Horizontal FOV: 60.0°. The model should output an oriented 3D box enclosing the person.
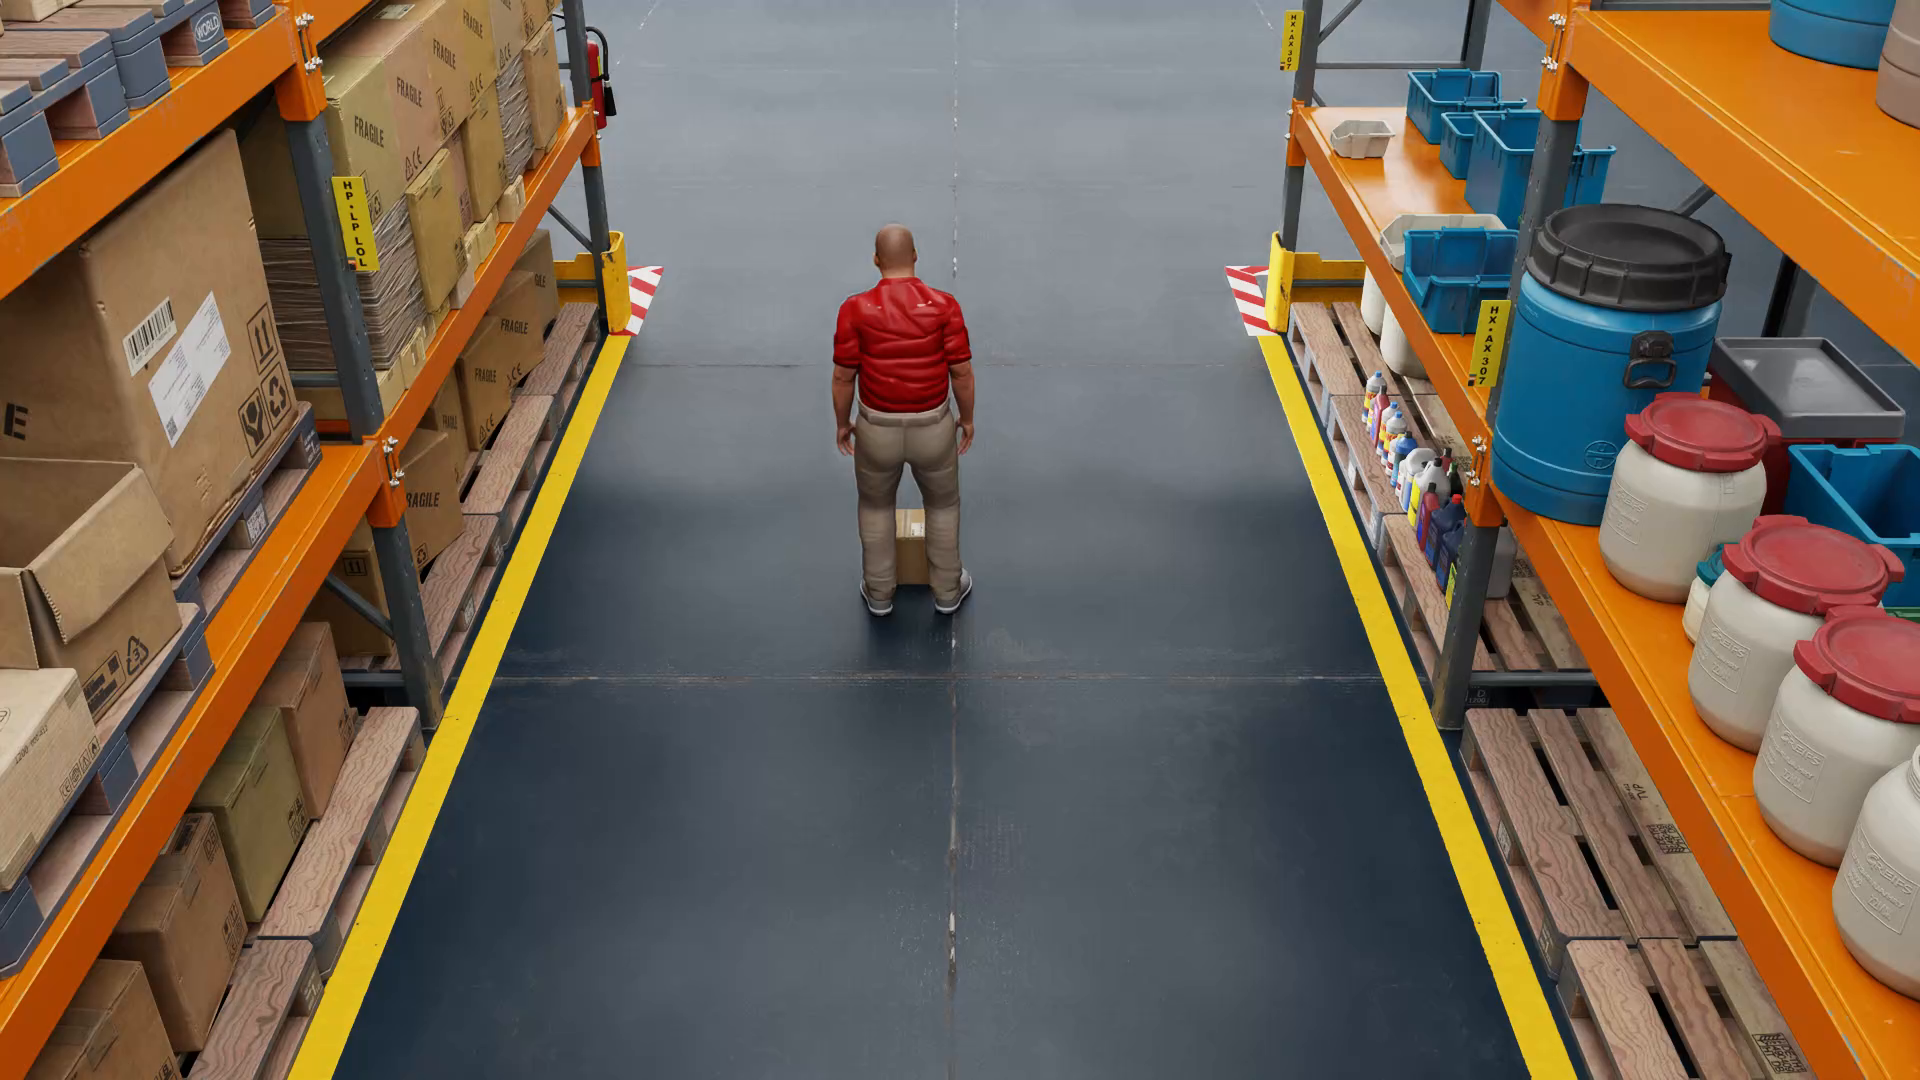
[{"bbox_3d":[-0.231,-0.468,6.916,0.587,1.726,0.389,-1,31,-2],"label":"person"}]
